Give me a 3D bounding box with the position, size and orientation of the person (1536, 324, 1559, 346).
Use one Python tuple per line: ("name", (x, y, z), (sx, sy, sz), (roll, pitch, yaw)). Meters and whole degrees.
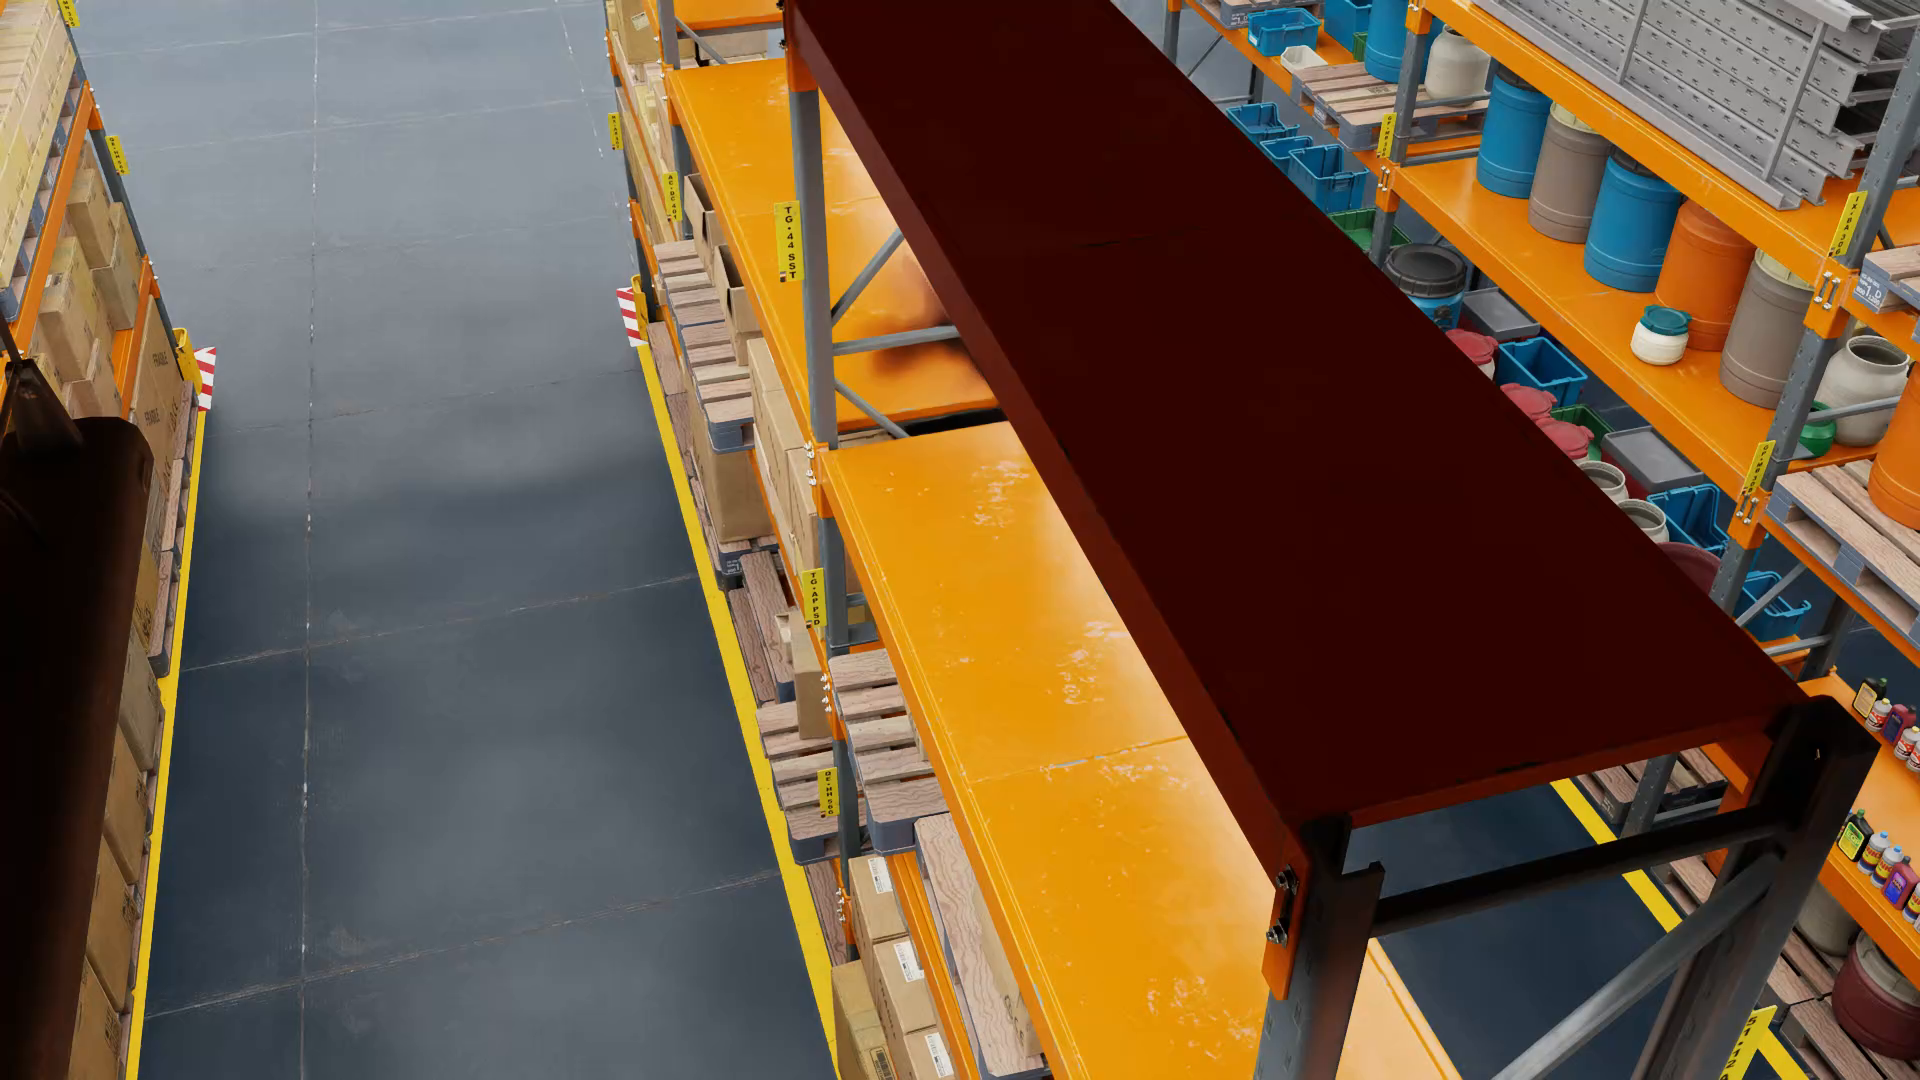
("person", (4.892, -1.689, 13.839), (0.593, 1.414, 0.586), (-16, 41, -20))
